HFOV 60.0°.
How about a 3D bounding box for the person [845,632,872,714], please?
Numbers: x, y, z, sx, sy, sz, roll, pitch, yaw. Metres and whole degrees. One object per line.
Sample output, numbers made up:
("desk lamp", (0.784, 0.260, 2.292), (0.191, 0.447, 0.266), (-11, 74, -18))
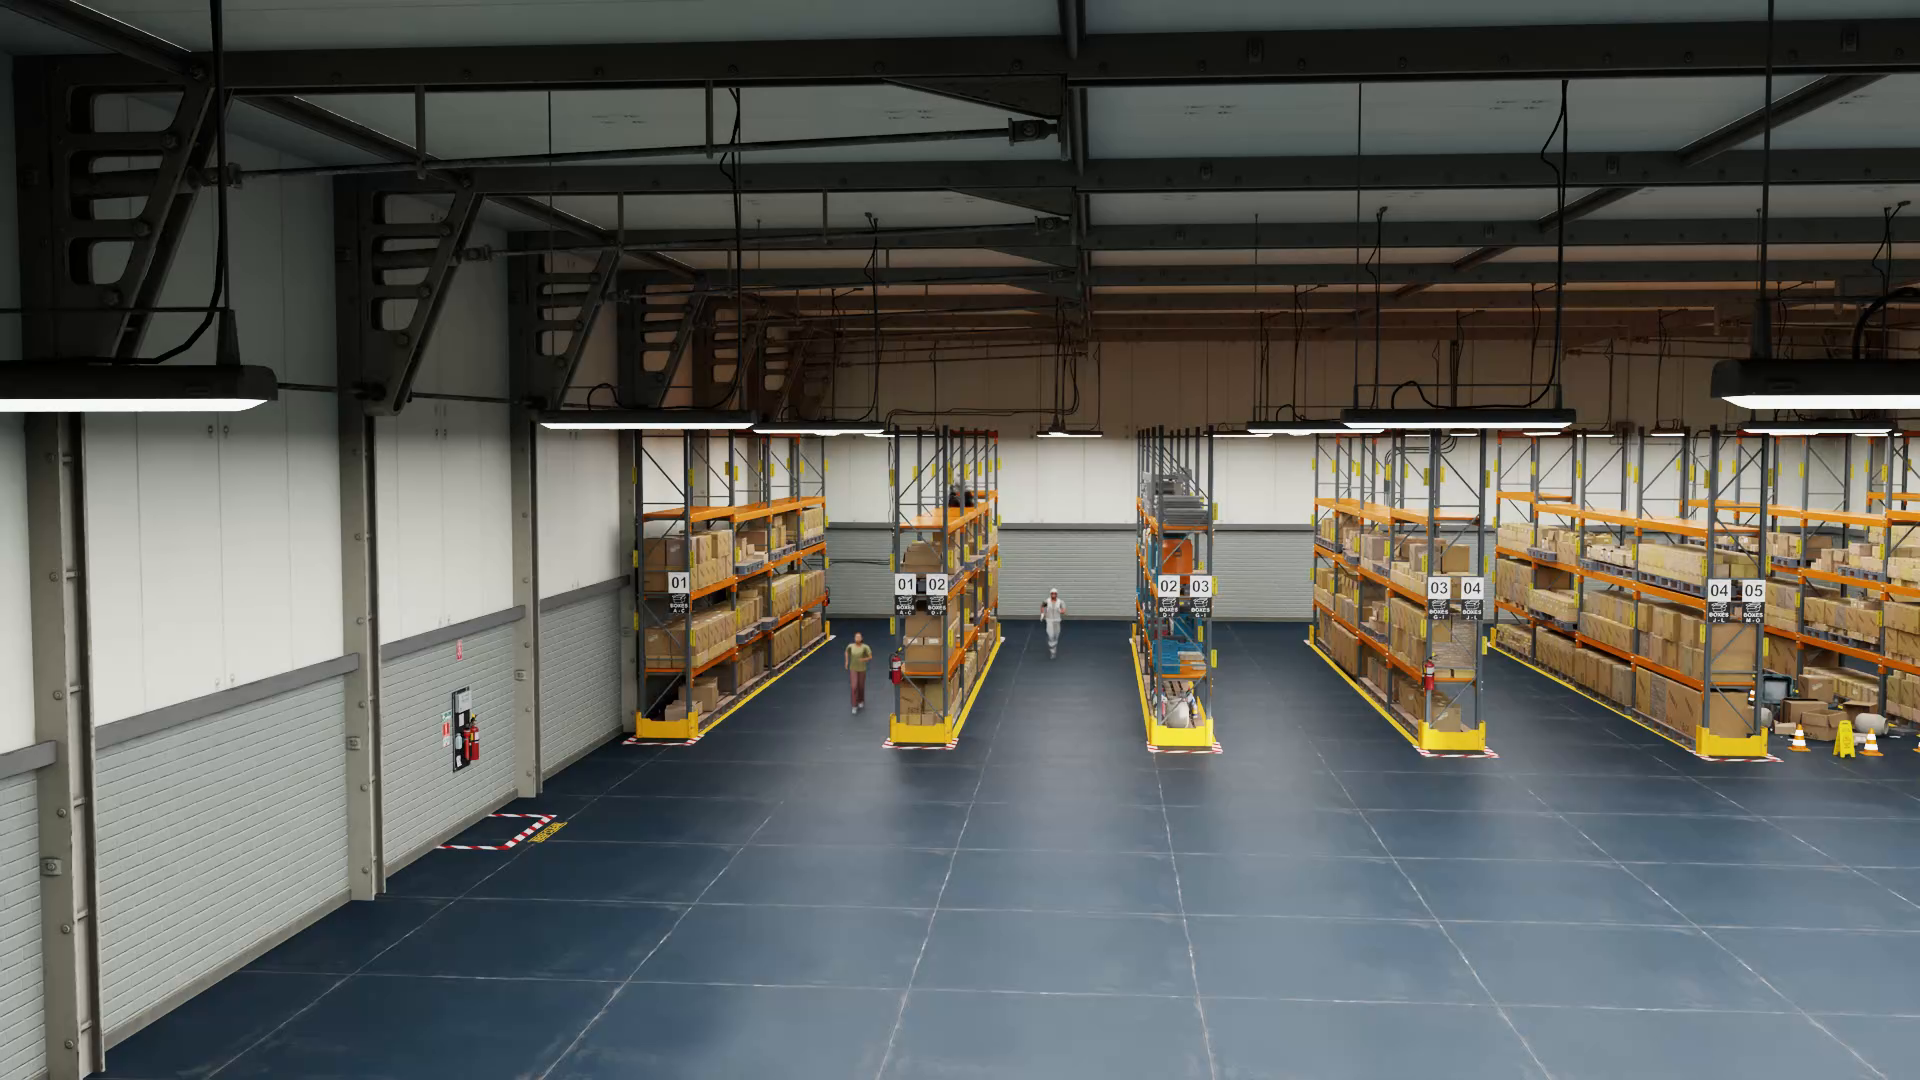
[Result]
("person", (-2.133, 2.760, 34.994), (0.578, 1.680, 0.882), (0, 3, -1))

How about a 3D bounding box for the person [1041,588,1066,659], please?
("person", (2.462, 2.173, 43.766), (0.655, 1.814, 0.912), (0, 3, -4))
